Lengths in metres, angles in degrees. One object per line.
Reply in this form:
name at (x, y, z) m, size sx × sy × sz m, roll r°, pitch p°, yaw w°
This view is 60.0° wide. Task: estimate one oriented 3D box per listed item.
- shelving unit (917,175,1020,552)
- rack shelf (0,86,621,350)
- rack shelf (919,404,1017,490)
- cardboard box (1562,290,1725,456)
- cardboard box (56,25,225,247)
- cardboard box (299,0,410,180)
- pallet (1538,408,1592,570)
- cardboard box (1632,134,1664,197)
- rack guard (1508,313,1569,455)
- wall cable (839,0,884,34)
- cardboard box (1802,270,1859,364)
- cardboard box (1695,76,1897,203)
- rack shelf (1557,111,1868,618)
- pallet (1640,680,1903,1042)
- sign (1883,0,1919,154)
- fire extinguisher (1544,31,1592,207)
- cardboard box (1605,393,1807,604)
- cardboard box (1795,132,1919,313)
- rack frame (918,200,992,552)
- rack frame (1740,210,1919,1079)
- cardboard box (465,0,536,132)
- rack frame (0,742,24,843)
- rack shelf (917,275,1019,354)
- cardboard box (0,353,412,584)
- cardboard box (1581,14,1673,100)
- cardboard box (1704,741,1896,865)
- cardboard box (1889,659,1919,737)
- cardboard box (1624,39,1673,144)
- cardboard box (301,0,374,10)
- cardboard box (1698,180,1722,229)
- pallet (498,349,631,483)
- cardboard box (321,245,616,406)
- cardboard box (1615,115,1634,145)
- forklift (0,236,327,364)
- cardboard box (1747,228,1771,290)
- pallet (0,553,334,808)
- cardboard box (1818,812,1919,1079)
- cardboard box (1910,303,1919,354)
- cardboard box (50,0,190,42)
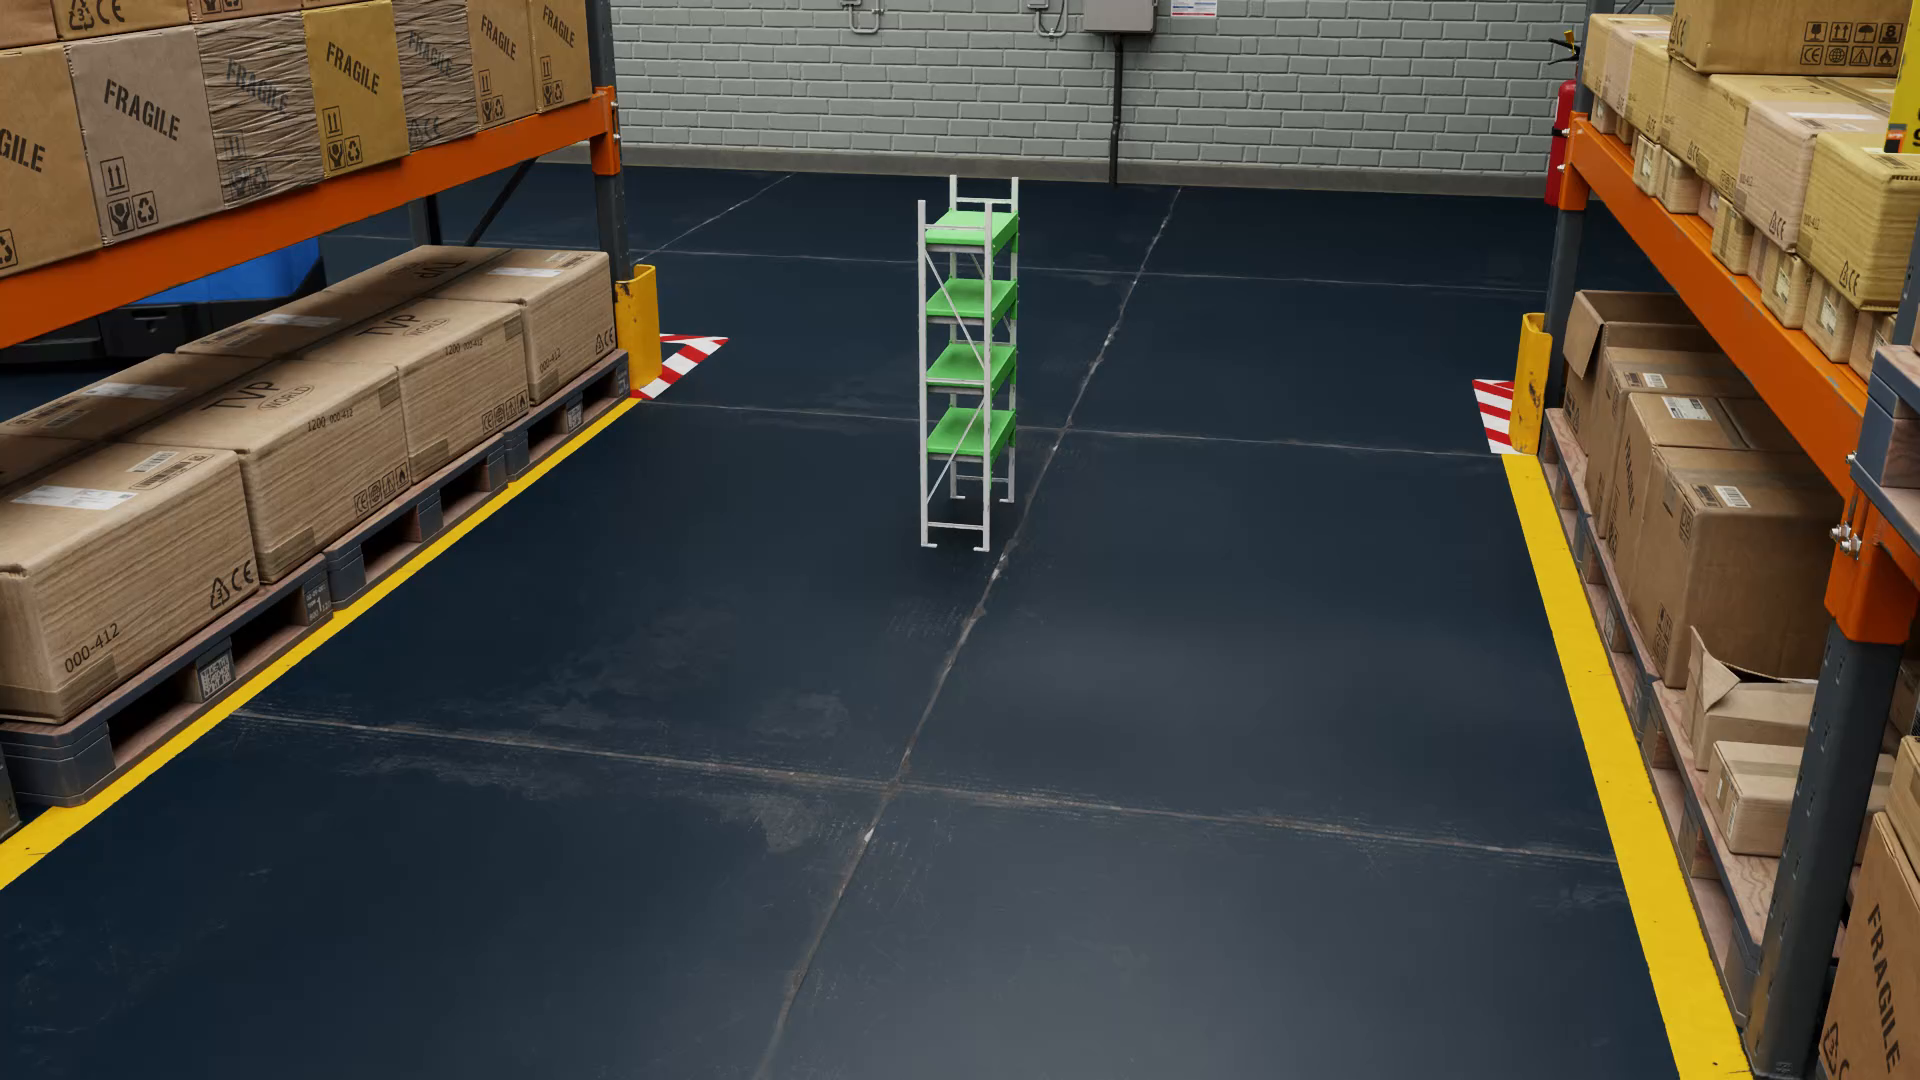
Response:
shelving unit at (0.034, -0.617, 5.780) m, size 0.258 × 1.200 × 0.503 m, roll 4°, pitch 22°, yaw 11°
rack shelf at (-2.403, -1.098, 5.527) m, size 1.077 × 0.370 × 4.000 m, roll 4°, pitch 22°, yaw 11°
rack shelf at (0.034, -0.335, 5.893) m, size 0.258 × 0.148 × 0.480 m, roll 4°, pitch 22°, yaw 11°
cardboard box at (2.648, -0.606, 6.123) m, size 0.797 × 0.503 × 0.637 m, roll 4°, pitch 22°, yaw 9°
cardboard box at (-2.352, -1.082, 4.390) m, size 0.500 × 0.500 × 0.500 m, roll 5°, pitch 22°, yaw 11°
cardboard box at (-2.139, -1.451, 5.308) m, size 0.500 × 0.500 × 0.500 m, roll 5°, pitch 22°, yaw 13°
pallet at (2.688, -0.173, 6.000) m, size 1.003 × 0.211 × 1.213 m, roll 4°, pitch 22°, yaw 11°
cardboard box at (2.218, -1.102, 4.912) m, size 0.380 × 0.149 × 0.250 m, roll 4°, pitch 22°, yaw 9°
rack guard at (2.850, -0.598, 6.670) m, size 1.175 × 0.500 × 0.348 m, roll 4°, pitch 22°, yaw 11°
wall cable at (-0.867, -4.712, 12.138) m, size 0.585 × 1.953 × 0.123 m, roll 4°, pitch 22°, yaw 11°
cardboard box at (1.899, -0.439, 3.265) m, size 0.380 × 0.149 × 0.250 m, roll 5°, pitch 22°, yaw 12°
cardboard box at (2.116, -0.962, 4.029) m, size 0.500 × 0.250 × 0.500 m, roll 4°, pitch 22°, yaw 11°
rack shelf at (2.457, -0.721, 4.590) m, size 1.077 × 0.370 × 4.000 m, roll 4°, pitch 22°, yaw 11°
pallet at (2.190, 0.720, 3.784) m, size 1.003 × 0.211 × 1.213 m, roll 4°, pitch 22°, yaw 11°
sign at (1.516, -0.763, 2.574) m, size 0.100 × 0.325 × 0.005 m, roll 4°, pitch 22°, yaw 11°
fire extinguisher at (2.443, -1.666, 6.577) m, size 0.296 × 0.674 × 0.183 m, roll 4°, pitch 22°, yaw 11°
cardboard box at (2.229, -0.109, 4.893) m, size 0.500 × 0.500 × 0.500 m, roll 5°, pitch 22°, yaw 12°
cardboard box at (1.914, -0.596, 3.121) m, size 0.500 × 0.250 × 0.500 m, roll 5°, pitch 22°, yaw 12°
rack frame at (-0.016, -0.528, 5.558) m, size 0.240 × 1.200 × 0.015 m, roll 4°, pitch 22°, yaw 11°
rack frame at (2.049, -0.323, 2.640) m, size 1.000 × 3.000 × 0.127 m, roll 4°, pitch 22°, yaw 11°
cardboard box at (-1.951, -1.830, 6.249) m, size 0.500 × 0.500 × 0.500 m, roll 4°, pitch 22°, yaw 10°
rack frame at (-2.811, -0.700, 3.576) m, size 1.000 × 3.000 × 0.127 m, roll 4°, pitch 22°, yaw 11°
rack shelf at (0.034, -0.780, 5.714) m, size 0.258 × 0.148 × 0.480 m, roll 4°, pitch 22°, yaw 11°
cardboard box at (-2.396, -0.255, 5.339) m, size 0.875 × 0.438 × 0.875 m, roll 4°, pitch 22°, yaw 9°
cardboard box at (2.509, -1.709, 5.884) m, size 0.500 × 0.250 × 0.500 m, roll 5°, pitch 22°, yaw 11°
cardboard box at (1.875, 0.579, 3.656) m, size 0.380 × 0.149 × 0.250 m, roll 4°, pitch 22°, yaw 9°
cardboard box at (2.504, 0.423, 4.043) m, size 0.380 × 0.149 × 0.250 m, roll 4°, pitch 22°, yaw 10°
cardboard box at (2.306, -1.339, 4.965) m, size 0.500 × 0.250 × 0.500 m, roll 4°, pitch 22°, yaw 10°
cardboard box at (-2.147, -1.921, 5.135) m, size 0.500 × 0.500 × 0.500 m, roll 4°, pitch 22°, yaw 11°
cardboard box at (2.199, -0.905, 4.422) m, size 0.380 × 0.149 × 0.250 m, roll 4°, pitch 22°, yaw 11°
pallet at (-2.081, -0.571, 6.988) m, size 1.003 × 0.211 × 1.213 m, roll 4°, pitch 22°, yaw 11°
cardboard box at (-2.032, -0.920, 6.990) m, size 0.875 × 0.438 × 0.875 m, roll 4°, pitch 22°, yaw 9°
cardboard box at (2.523, -1.473, 5.833) m, size 0.380 × 0.149 × 0.250 m, roll 5°, pitch 22°, yaw 12°
forklift at (-4.742, -2.291, 7.619) m, size 3.031 × 2.935 × 1.130 m, roll -5°, pitch 22°, yaw -11°
cardboard box at (2.008, -0.630, 3.738) m, size 0.380 × 0.149 × 0.250 m, roll 5°, pitch 22°, yaw 12°
pallet at (-2.579, 0.322, 4.773) m, size 1.003 × 0.211 × 1.213 m, roll 4°, pitch 22°, yaw 11°
cardboard box at (1.730, 0.802, 2.632) m, size 0.500 × 0.500 × 0.500 m, roll 5°, pitch 23°, yaw 13°
cardboard box at (1.731, -0.404, 2.146) m, size 0.700 × 0.500 × 0.500 m, roll 5°, pitch 22°, yaw 12°
cardboard box at (-2.368, -1.550, 4.215) m, size 0.500 × 0.500 × 0.500 m, roll 4°, pitch 22°, yaw 10°
